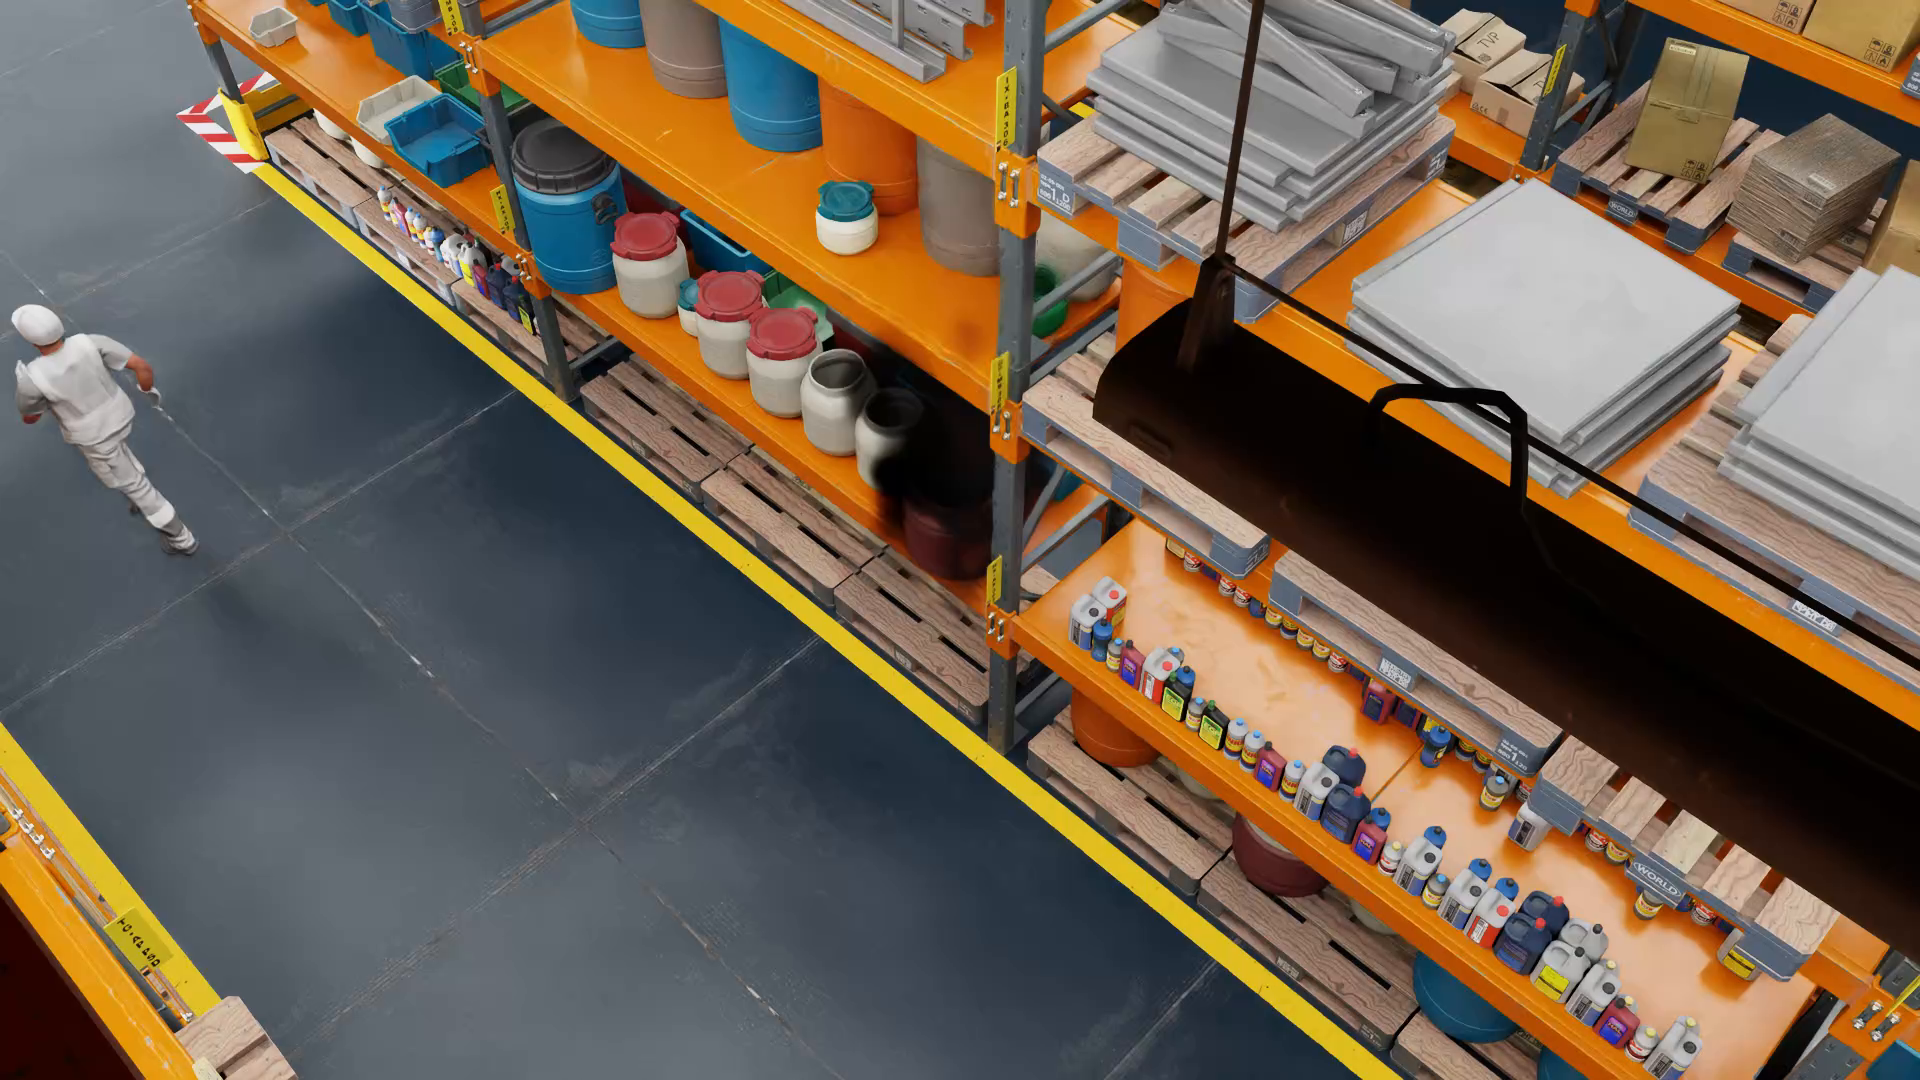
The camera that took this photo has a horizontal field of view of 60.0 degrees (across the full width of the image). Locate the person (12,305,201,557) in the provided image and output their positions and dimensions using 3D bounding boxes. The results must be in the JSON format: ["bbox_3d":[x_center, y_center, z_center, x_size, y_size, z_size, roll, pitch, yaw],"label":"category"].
[{"bbox_3d":[-4.890,-0.627,9.497,0.868,1.843,0.643,24,54,19],"label":"person"}]
